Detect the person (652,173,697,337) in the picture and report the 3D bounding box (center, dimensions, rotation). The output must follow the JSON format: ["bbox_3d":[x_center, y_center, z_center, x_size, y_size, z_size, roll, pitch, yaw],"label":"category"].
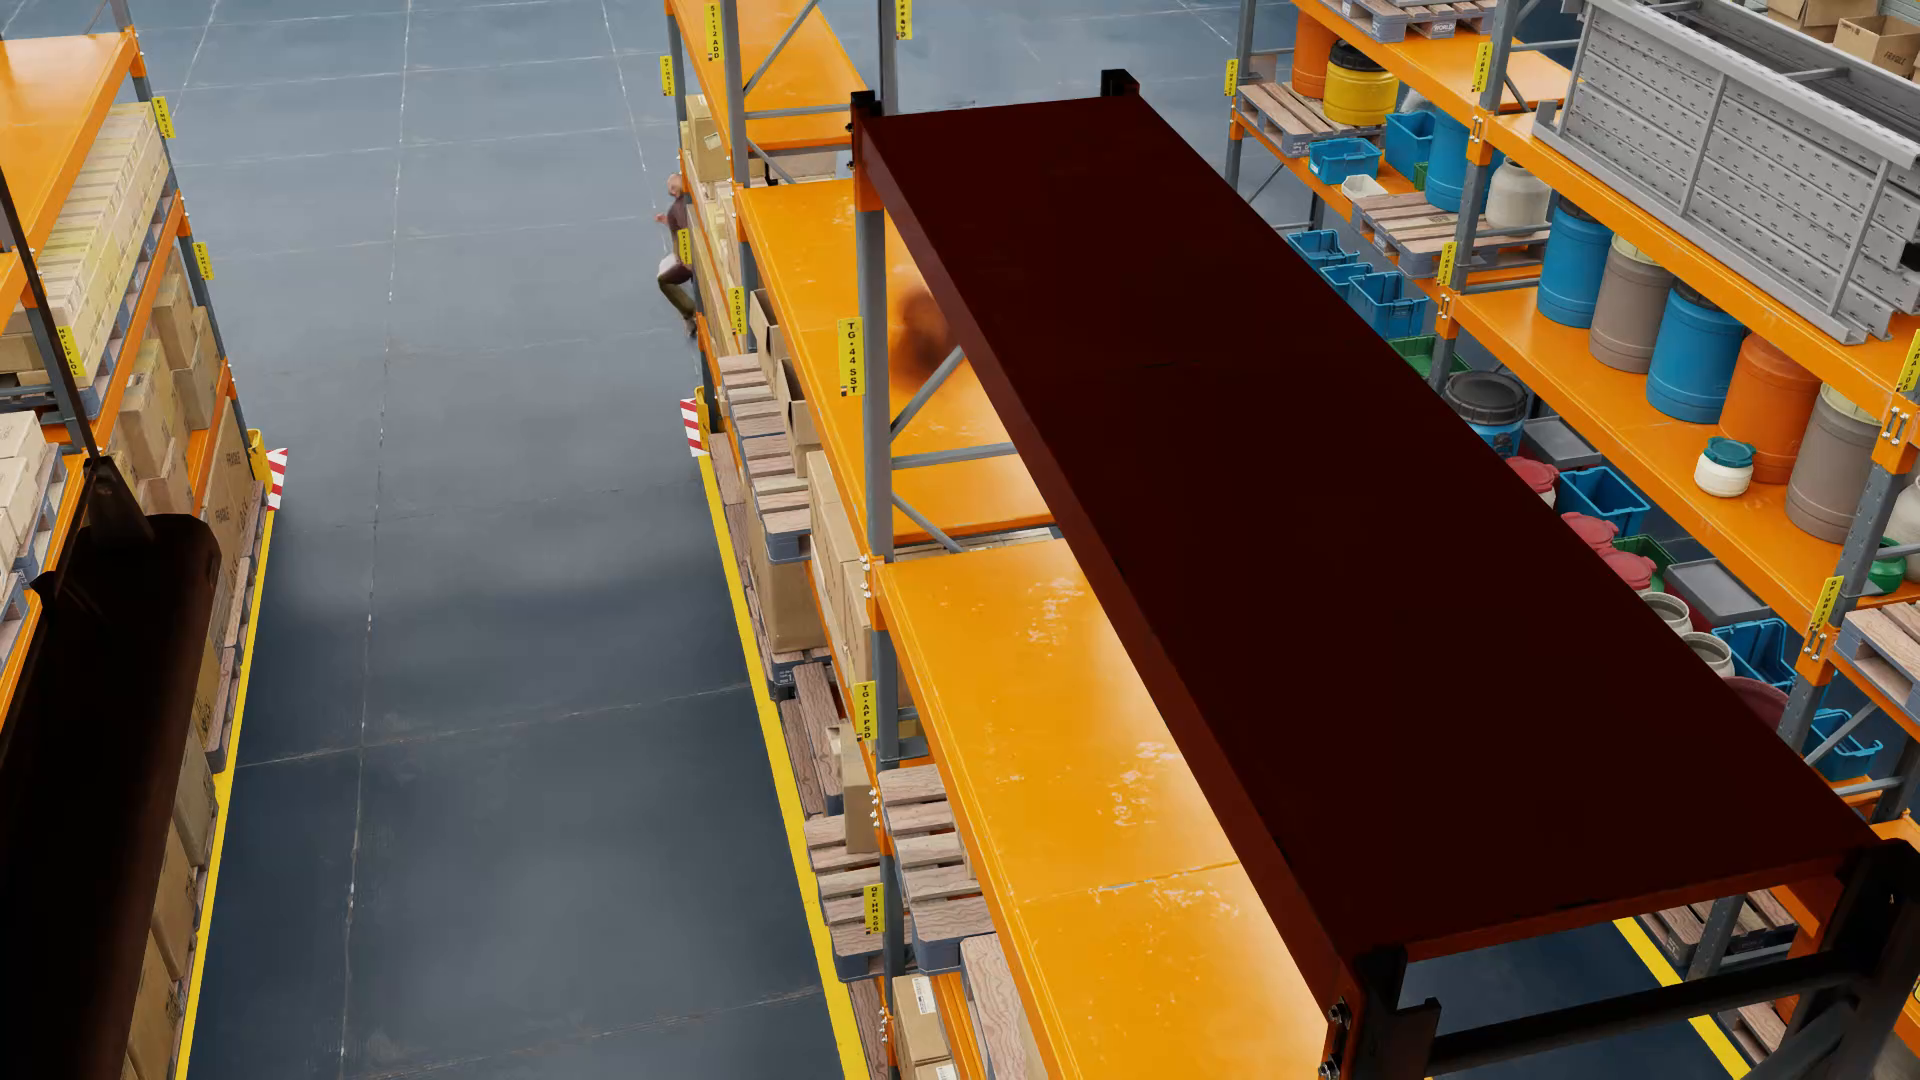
[{"bbox_3d":[-2.708,-2.805,16.615,0.866,1.747,0.755,14,37,20],"label":"person"}]

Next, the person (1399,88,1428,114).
[{"bbox_3d":[5.755,-5.684,20.946,0.540,1.665,0.623,1,34,2],"label":"person"}]
